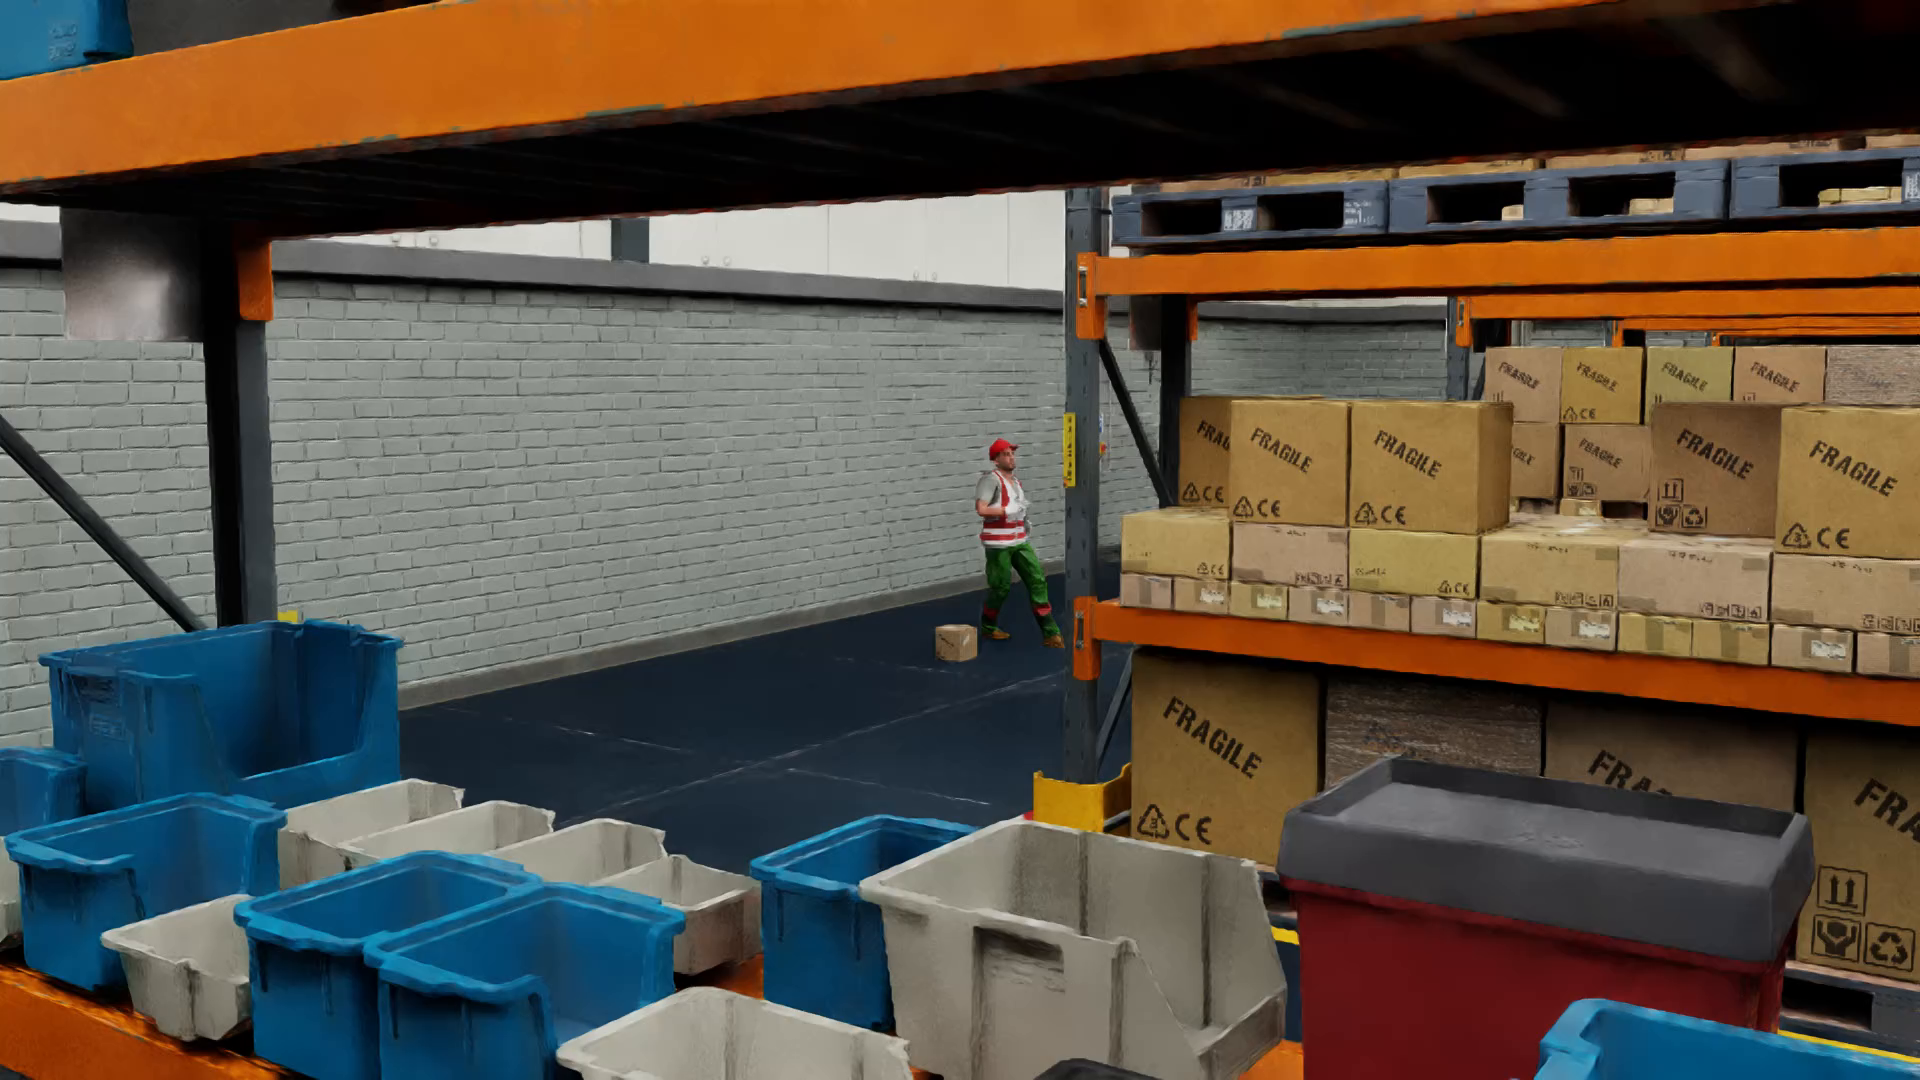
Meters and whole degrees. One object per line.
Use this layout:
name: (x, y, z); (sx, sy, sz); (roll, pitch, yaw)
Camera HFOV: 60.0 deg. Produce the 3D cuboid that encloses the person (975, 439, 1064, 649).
person: (0.437, 0.035, 13.718); (0.667, 1.729, 0.924); (-6, 9, -44)
